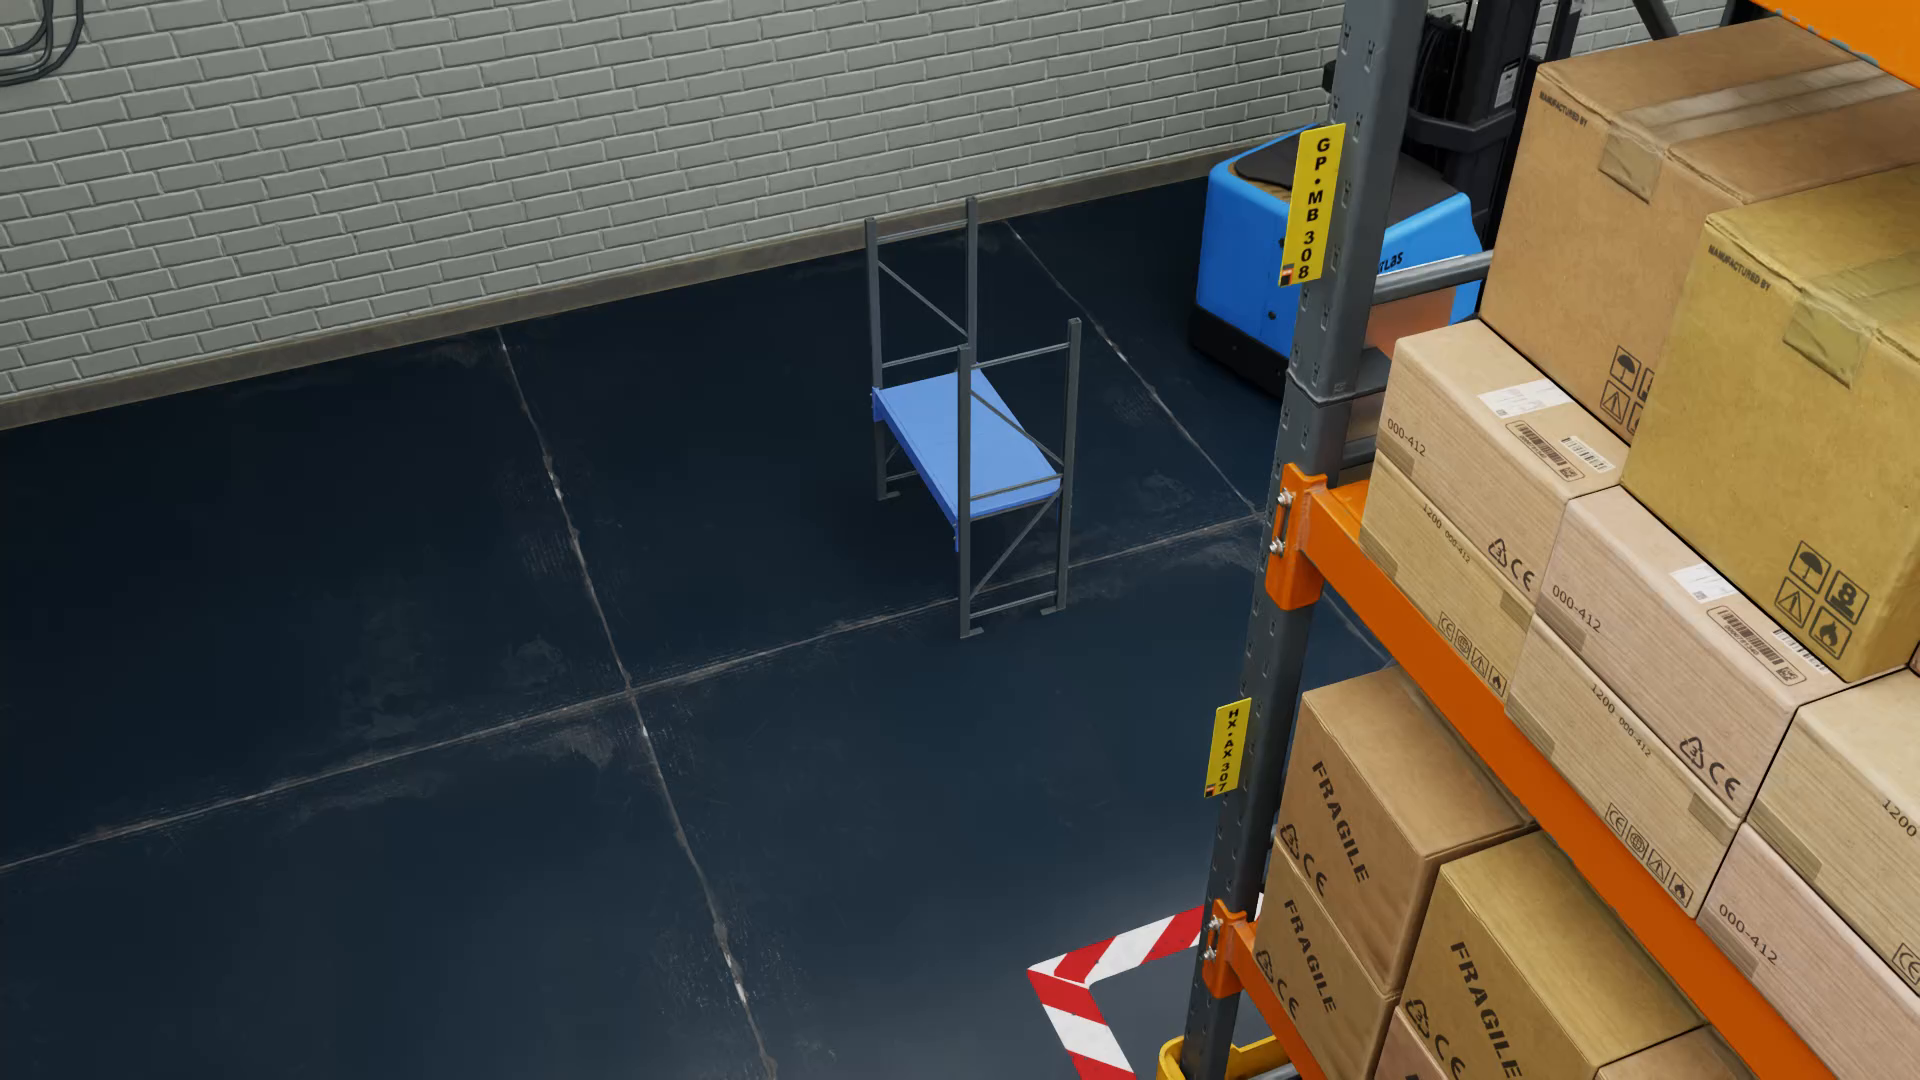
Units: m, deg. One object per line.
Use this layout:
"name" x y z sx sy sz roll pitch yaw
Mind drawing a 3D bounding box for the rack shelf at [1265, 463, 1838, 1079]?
"rack shelf" 1.929 1.048 2.400 1.077 0.370 4.000 -15 43 -17

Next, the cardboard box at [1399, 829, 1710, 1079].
"cardboard box" 1.297 0.937 3.435 0.500 0.500 0.500 -15 43 -16

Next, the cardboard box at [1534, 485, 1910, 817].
"cardboard box" 1.305 0.115 2.665 0.500 0.250 0.500 -15 43 -17

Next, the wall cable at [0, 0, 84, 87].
"wall cable" -5.245 -2.647 6.227 3.097 2.526 0.112 -15 43 -17

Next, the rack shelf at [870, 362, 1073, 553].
"rack shelf" 0.033 -0.381 7.237 0.538 0.185 1.000 -15 43 -17

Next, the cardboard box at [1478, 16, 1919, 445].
"cardboard box" 1.376 -0.541 2.853 0.700 0.500 0.500 -15 43 -17

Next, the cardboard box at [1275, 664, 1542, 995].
"cardboard box" 1.090 0.624 3.799 0.500 0.500 0.500 -14 43 -16

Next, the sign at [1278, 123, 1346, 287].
"sign" 0.663 -0.625 3.124 0.100 0.325 0.005 -15 43 -17

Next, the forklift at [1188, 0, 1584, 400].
"forklift" 2.672 -2.488 8.314 3.031 2.935 1.130 -28 48 -28

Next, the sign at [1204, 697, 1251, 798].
"sign" 0.663 0.515 4.105 0.100 0.325 0.005 -15 43 -17

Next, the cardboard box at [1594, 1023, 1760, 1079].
"cardboard box" 1.484 1.240 3.083 0.500 0.500 0.500 -15 43 -16

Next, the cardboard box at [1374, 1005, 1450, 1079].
"cardboard box" 1.292 1.313 3.765 0.500 0.500 0.500 -16 43 -17

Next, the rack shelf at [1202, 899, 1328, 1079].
"rack shelf" 1.929 2.186 3.378 1.077 0.370 4.000 -15 43 -17

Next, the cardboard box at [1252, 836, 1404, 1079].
"cardboard box" 1.090 1.003 4.125 0.500 0.500 0.500 -14 43 -16

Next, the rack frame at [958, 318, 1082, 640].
"rack frame" 0.227 -0.211 6.764 0.500 1.500 0.032 -15 43 -17

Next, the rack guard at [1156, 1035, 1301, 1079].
"rack guard" 1.193 1.702 5.306 1.175 0.500 0.348 -15 43 -17

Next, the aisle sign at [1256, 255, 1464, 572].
"aisle sign" 0.867 -0.245 3.660 0.394 0.787 0.004 -15 43 -17

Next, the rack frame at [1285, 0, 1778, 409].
"rack frame" 1.164 -1.567 2.589 1.000 3.000 0.127 -15 43 -17

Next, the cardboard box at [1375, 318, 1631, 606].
"cardboard box" 1.120 -0.187 3.017 0.500 0.250 0.500 -15 43 -17

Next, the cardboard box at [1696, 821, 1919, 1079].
"cardboard box" 1.498 0.606 2.478 0.500 0.250 0.500 -15 43 -17

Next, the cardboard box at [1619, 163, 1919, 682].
"cardboard box" 1.489 -0.219 2.478 0.700 0.500 0.500 -15 43 -17

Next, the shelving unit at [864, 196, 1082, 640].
"shelving unit" 0.033 -0.517 7.120 0.538 1.500 1.048 -15 43 -17

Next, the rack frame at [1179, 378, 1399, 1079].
"rack frame" 1.164 0.708 4.545 1.000 3.000 0.127 -15 43 -17

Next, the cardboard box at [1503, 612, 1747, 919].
"cardboard box" 1.305 0.305 2.828 0.500 0.250 0.500 -15 43 -17

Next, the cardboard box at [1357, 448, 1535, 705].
"cardboard box" 1.126 0.001 3.182 0.500 0.250 0.500 -15 43 -17

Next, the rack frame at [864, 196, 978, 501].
"rack frame" -0.162 -0.824 7.476 0.500 1.500 0.032 -15 43 -17

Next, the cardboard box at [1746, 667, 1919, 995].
"cardboard box" 1.502 0.415 2.316 0.500 0.250 0.500 -15 43 -17

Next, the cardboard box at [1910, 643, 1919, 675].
"cardboard box" 1.779 0.056 2.159 0.700 0.500 0.500 -15 43 -17
